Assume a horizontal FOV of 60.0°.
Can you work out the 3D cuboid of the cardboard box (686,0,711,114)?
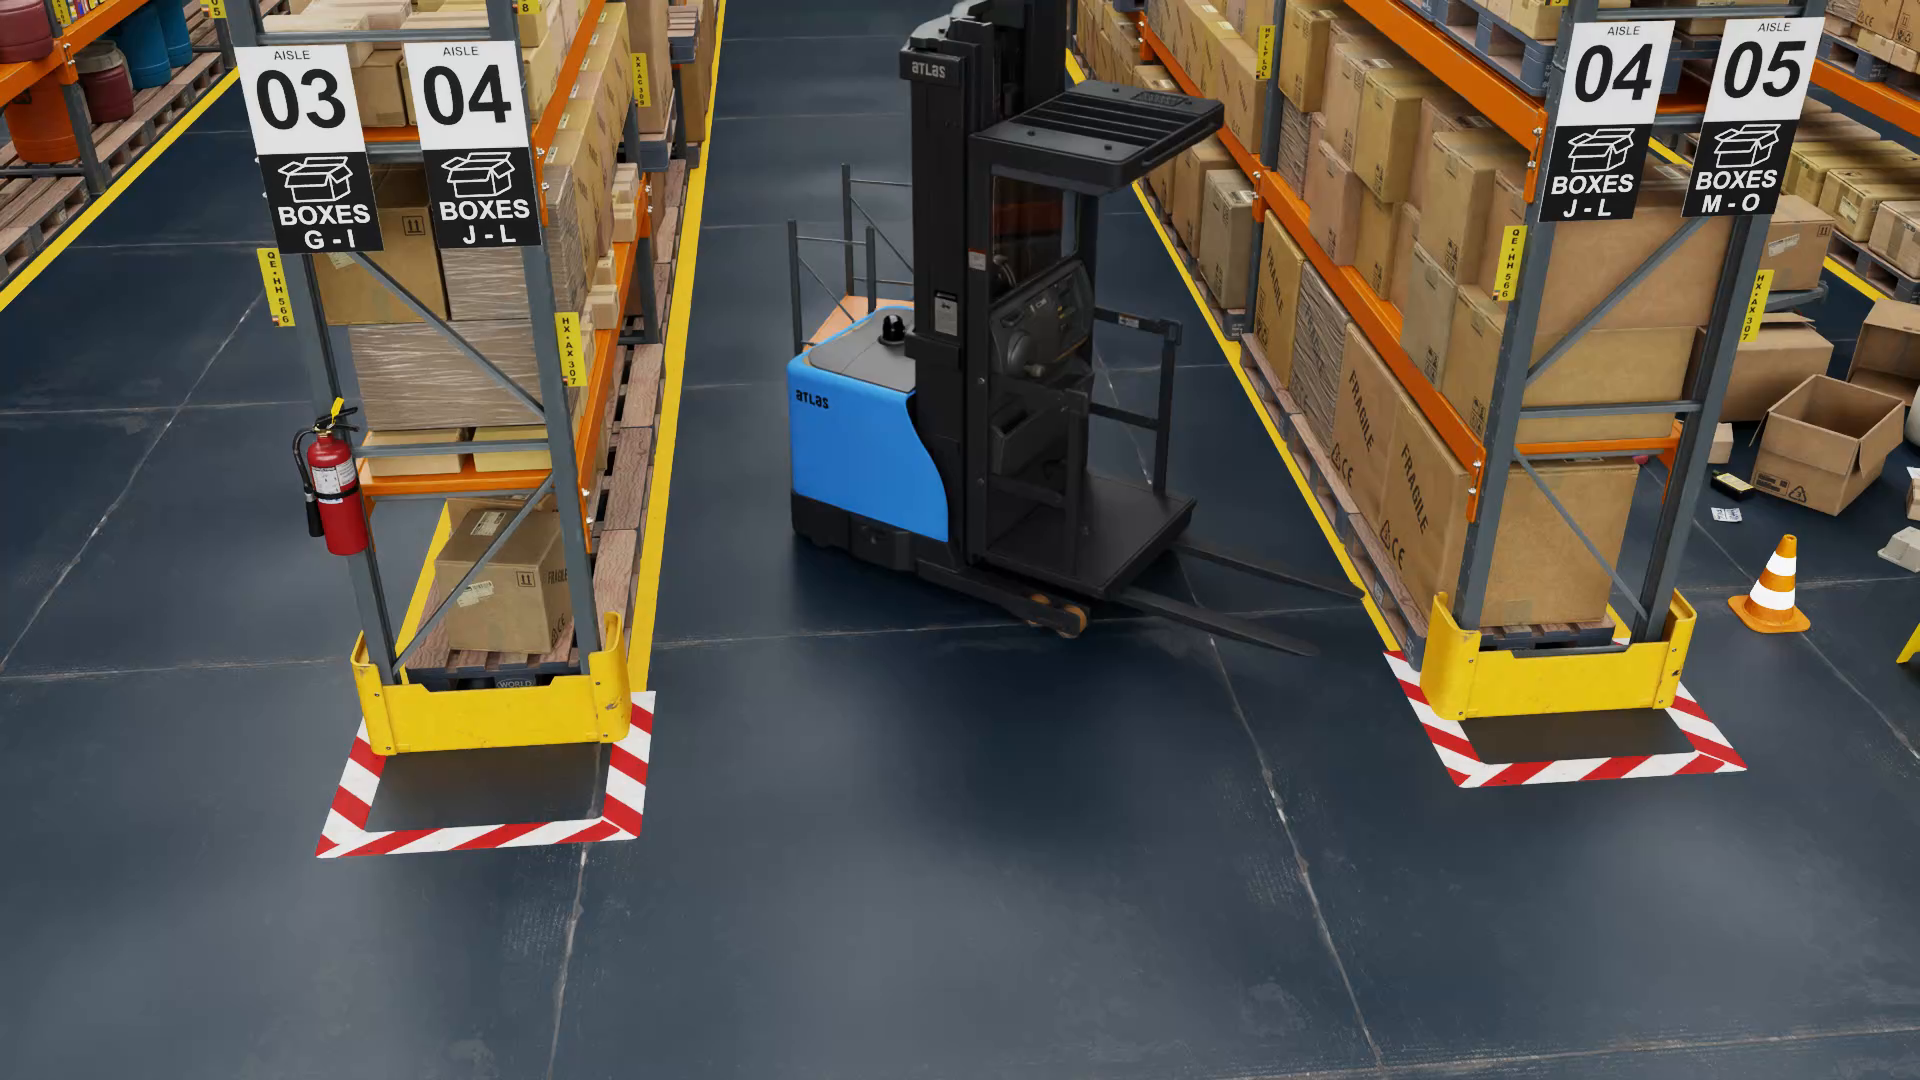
[{"bbox_3d":[-2.996,-4.539,15.586,1.225,0.875,0.875,-3,31,-4],"label":"cardboard box"}]

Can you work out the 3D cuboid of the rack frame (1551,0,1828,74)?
[{"bbox_3d":[2.818,-3.139,5.730,1.000,3.000,0.127,-3,31,-5],"label":"rack frame"}]

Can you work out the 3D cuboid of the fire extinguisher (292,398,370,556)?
[{"bbox_3d":[-2.578,-0.264,6.842,0.296,0.674,0.183,-3,31,-5],"label":"fire extinguisher"}]

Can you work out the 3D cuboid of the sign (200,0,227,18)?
[{"bbox_3d":[-2.684,-2.029,5.933,0.100,0.325,0.005,-3,31,-5],"label":"sign"}]

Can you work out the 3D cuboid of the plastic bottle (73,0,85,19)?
[{"bbox_3d":[-7.512,-4.581,14.108,0.061,0.283,0.133,-3,31,-5],"label":"plastic bottle"}]

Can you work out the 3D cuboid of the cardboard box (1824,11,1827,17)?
[{"bbox_3d":[6.978,-4.143,13.097,0.380,0.149,0.250,-2,31,-3],"label":"cardboard box"}]

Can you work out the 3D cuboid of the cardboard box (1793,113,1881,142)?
[{"bbox_3d":[7.110,-3.323,14.042,0.950,0.372,0.625,-3,31,-6],"label":"cardboard box"}]

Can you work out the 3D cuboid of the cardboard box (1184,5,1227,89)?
[{"bbox_3d":[1.985,-3.677,12.384,0.500,0.500,0.500,-3,31,-5],"label":"cardboard box"}]

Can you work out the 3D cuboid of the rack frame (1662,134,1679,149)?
[{"bbox_3d":[6.990,-4.937,14.590,1.000,3.000,0.127,-3,31,-5],"label":"rack frame"}]

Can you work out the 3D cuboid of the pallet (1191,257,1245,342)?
[{"bbox_3d":[2.297,-1.799,12.056,1.003,0.211,1.213,-3,31,-5],"label":"pallet"}]

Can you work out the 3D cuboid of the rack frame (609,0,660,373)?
[{"bbox_3d":[-2.503,-2.420,10.376,1.000,3.000,0.127,-3,31,-5],"label":"rack frame"}]

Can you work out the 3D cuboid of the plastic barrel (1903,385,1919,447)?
[{"bbox_3d":[6.037,-0.728,10.056,0.512,0.421,0.421,20,36,29],"label":"plastic barrel"}]

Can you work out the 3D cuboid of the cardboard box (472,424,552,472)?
[{"bbox_3d":[-1.919,-0.426,7.284,0.380,0.149,0.250,-3,31,-5],"label":"cardboard box"}]

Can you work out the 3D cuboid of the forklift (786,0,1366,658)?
[{"bbox_3d":[0.587,-1.073,8.188,3.031,2.935,1.130,18,35,27],"label":"forklift"}]

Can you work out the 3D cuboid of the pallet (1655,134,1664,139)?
[{"bbox_3d":[6.991,-4.146,15.985,1.003,0.211,1.213,-3,31,-5],"label":"pallet"}]

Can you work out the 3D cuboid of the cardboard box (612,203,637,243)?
[{"bbox_3d":[-2.079,-1.835,9.642,0.380,0.149,0.250,-3,31,-5],"label":"cardboard box"}]

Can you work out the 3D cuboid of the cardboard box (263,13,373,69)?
[{"bbox_3d":[-2.466,-1.899,6.336,0.380,0.149,0.250,-3,31,-5],"label":"cardboard box"}]

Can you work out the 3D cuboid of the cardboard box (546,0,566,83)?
[{"bbox_3d":[-1.971,-2.122,7.099,0.500,0.250,0.500,-3,31,-6],"label":"cardboard box"}]

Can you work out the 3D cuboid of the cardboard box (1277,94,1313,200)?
[{"bbox_3d":[2.491,-2.482,10.334,0.875,0.550,0.550,-3,31,-5],"label":"cardboard box"}]

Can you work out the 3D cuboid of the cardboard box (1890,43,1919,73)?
[{"bbox_3d":[6.974,-3.482,11.989,0.380,0.149,0.250,-3,31,-5],"label":"cardboard box"}]

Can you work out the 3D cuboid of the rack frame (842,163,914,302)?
[{"bbox_3d":[-0.477,-1.630,10.516,0.500,1.500,0.032,7,32,12],"label":"rack frame"}]

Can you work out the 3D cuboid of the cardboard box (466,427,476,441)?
[{"bbox_3d":[-2.384,-0.533,7.462,0.380,0.149,0.250,-3,31,-5],"label":"cardboard box"}]

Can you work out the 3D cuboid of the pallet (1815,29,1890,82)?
[{"bbox_3d":[7.216,-3.846,12.950,1.003,0.211,1.213,-3,31,-5],"label":"pallet"}]

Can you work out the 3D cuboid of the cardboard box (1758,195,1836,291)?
[{"bbox_3d":[5.594,-2.046,11.449,0.500,0.500,0.500,-3,31,-5],"label":"cardboard box"}]

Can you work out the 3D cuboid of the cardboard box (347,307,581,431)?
[{"bbox_3d":[-2.153,-0.830,7.327,0.875,0.500,0.500,-3,31,-5],"label":"cardboard box"}]

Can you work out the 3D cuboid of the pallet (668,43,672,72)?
[{"bbox_3d":[-2.651,-3.371,12.155,1.003,0.211,1.213,-3,31,-5],"label":"pallet"}]

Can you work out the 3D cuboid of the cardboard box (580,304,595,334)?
[{"bbox_3d":[-2.042,-1.064,8.352,0.380,0.149,0.250,-3,31,-5],"label":"cardboard box"}]

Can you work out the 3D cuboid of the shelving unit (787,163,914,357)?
[{"bbox_3d":[-0.598,-1.381,10.100,0.587,1.500,1.083,7,32,12],"label":"shelving unit"}]

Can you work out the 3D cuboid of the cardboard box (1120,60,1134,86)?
[{"bbox_3d":[1.749,-4.078,15.181,0.500,0.500,0.500,-3,31,-5],"label":"cardboard box"}]

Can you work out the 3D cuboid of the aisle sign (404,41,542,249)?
[{"bbox_3d":[-1.825,-1.476,6.261,0.394,0.787,0.004,-3,31,-5],"label":"aisle sign"}]

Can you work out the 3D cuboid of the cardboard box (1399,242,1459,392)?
[{"bbox_3d":[2.665,-1.095,8.011,0.875,0.550,0.550,-3,31,-5],"label":"cardboard box"}]

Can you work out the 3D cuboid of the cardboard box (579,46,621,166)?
[{"bbox_3d":[-2.093,-2.292,8.800,0.500,0.500,0.500,-3,31,-5],"label":"cardboard box"}]

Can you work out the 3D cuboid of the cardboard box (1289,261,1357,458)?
[{"bbox_3d":[2.522,-1.089,9.811,0.875,0.875,0.875,-3,31,-4],"label":"cardboard box"}]

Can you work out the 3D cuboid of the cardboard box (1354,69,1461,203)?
[{"bbox_3d":[2.583,-2.116,8.668,0.875,0.550,0.500,-3,31,-5],"label":"cardboard box"}]

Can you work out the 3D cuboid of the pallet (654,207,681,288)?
[{"bbox_3d":[-2.694,-2.244,12.801,1.003,0.211,1.213,-3,31,-5],"label":"pallet"}]

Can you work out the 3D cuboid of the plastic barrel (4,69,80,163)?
[{"bbox_3d":[-7.871,-3.722,14.263,0.600,0.830,0.708,-3,31,-5],"label":"plastic barrel"}]

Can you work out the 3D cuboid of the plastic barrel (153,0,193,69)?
[{"bbox_3d":[-8.148,-5.268,16.780,0.600,0.901,0.708,-3,31,-5],"label":"plastic barrel"}]

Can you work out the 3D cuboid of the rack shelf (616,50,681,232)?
[{"bbox_3d":[-2.690,-3.132,12.270,1.077,0.370,4.000,-3,31,-5],"label":"rack shelf"}]

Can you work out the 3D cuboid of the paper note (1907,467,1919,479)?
[{"bbox_3d":[5.737,-0.401,9.902,0.148,0.019,0.142,8,32,13],"label":"paper note"}]

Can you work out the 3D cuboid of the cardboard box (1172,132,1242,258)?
[{"bbox_3d":[2.211,-2.625,12.505,1.050,0.750,0.750,-3,31,-5],"label":"cardboard box"}]

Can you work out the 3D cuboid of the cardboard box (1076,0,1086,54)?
[{"bbox_3d":[1.502,-5.407,17.406,0.500,0.500,0.500,-2,31,-3],"label":"cardboard box"}]

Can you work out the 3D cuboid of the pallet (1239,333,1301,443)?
[{"bbox_3d":[2.438,-1.016,10.746,1.003,0.211,1.213,-3,31,-5],"label":"pallet"}]

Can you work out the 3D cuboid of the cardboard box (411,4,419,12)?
[{"bbox_3d":[-2.477,-2.089,7.044,0.500,0.250,0.500,-3,31,-4],"label":"cardboard box"}]

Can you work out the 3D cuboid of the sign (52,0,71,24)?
[{"bbox_3d":[-7.261,-4.324,13.406,0.100,0.325,0.005,-3,31,-5],"label":"sign"}]

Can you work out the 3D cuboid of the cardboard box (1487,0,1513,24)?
[{"bbox_3d":[2.427,-2.249,6.902,0.380,0.149,0.250,-3,31,-4],"label":"cardboard box"}]

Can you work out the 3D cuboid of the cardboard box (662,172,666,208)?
[{"bbox_3d":[-2.730,-2.954,13.279,0.700,0.500,0.500,-5,31,-9],"label":"cardboard box"}]

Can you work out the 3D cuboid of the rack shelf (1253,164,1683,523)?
[{"bbox_3d":[2.631,-1.276,9.162,1.077,0.370,4.000,-3,31,-5],"label":"rack shelf"}]

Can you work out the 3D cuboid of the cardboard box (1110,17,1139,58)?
[{"bbox_3d":[1.688,-4.671,15.441,0.500,0.250,0.500,-2,31,-4],"label":"cardboard box"}]

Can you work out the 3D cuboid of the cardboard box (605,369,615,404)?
[{"bbox_3d":[-2.445,-1.028,10.075,0.500,0.500,0.500,7,32,11],"label":"cardboard box"}]

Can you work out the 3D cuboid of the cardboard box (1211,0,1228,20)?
[{"bbox_3d":[2.250,-4.109,12.132,0.700,0.500,0.500,-3,31,-5],"label":"cardboard box"}]

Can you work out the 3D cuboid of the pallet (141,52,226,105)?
[{"bbox_3d":[-8.151,-4.674,16.869,1.003,0.211,1.213,-3,31,-5],"label":"pallet"}]
